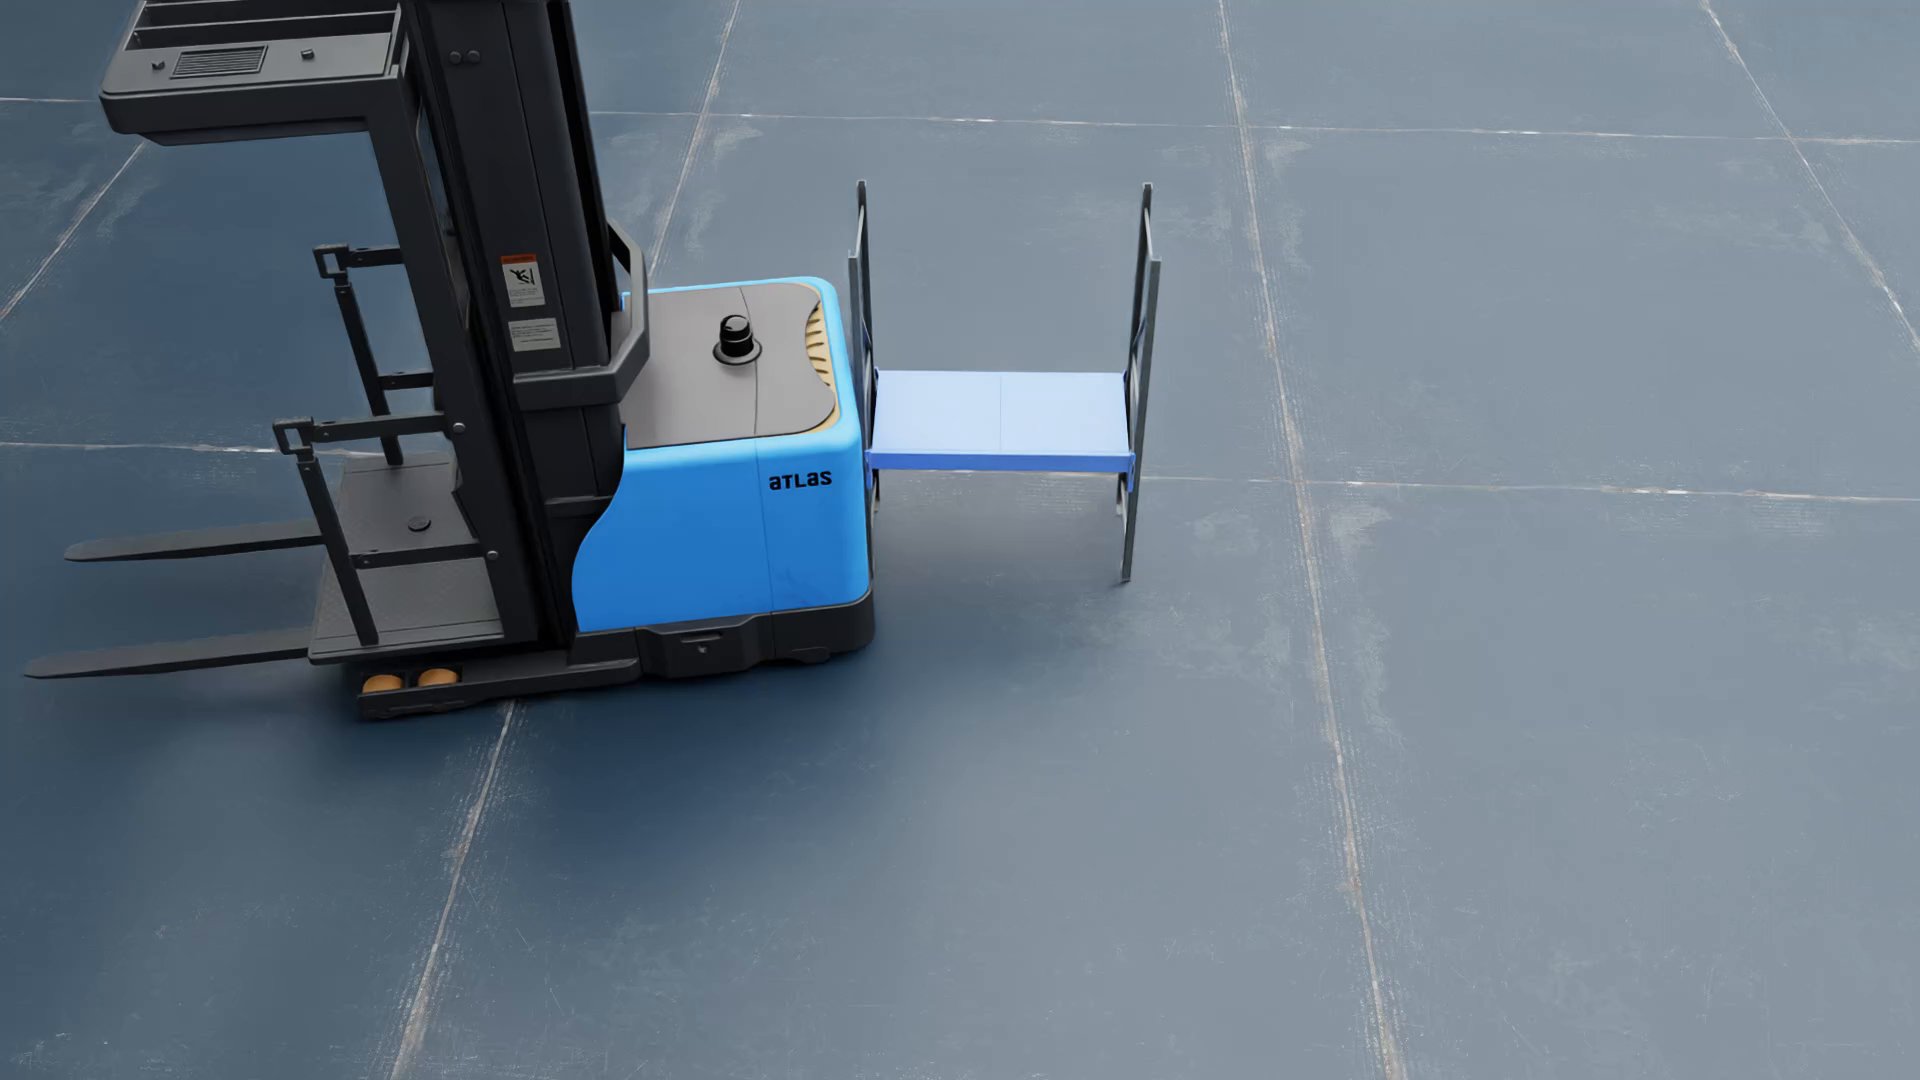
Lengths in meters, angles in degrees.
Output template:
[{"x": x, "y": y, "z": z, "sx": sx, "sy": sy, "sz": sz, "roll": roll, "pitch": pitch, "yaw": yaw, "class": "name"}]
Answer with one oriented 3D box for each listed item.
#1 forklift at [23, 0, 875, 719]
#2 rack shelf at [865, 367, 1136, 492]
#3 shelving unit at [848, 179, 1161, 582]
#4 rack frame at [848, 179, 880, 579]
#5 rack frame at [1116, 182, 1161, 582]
[{"x": -1.884, "y": -0.812, "z": 5.471, "sx": 3.031, "sy": 2.935, "sz": 1.130, "roll": -6, "pitch": 43, "yaw": -6, "class": "forklift"}, {"x": 0.154, "y": -0.428, "z": 6.373, "sx": 1.000, "sy": 0.185, "sz": 0.538, "roll": 1, "pitch": 43, "yaw": 1, "class": "rack shelf"}, {"x": 0.154, "y": -0.560, "z": 6.251, "sx": 1.048, "sy": 1.500, "sz": 0.538, "roll": 1, "pitch": 43, "yaw": 1, "class": "shelving unit"}, {"x": -0.355, "y": -0.567, "z": 6.258, "sx": 0.032, "sy": 1.500, "sz": 0.500, "roll": 1, "pitch": 43, "yaw": 1, "class": "rack frame"}, {"x": 0.662, "y": -0.553, "z": 6.243, "sx": 0.032, "sy": 1.500, "sz": 0.500, "roll": 1, "pitch": 43, "yaw": 1, "class": "rack frame"}]
